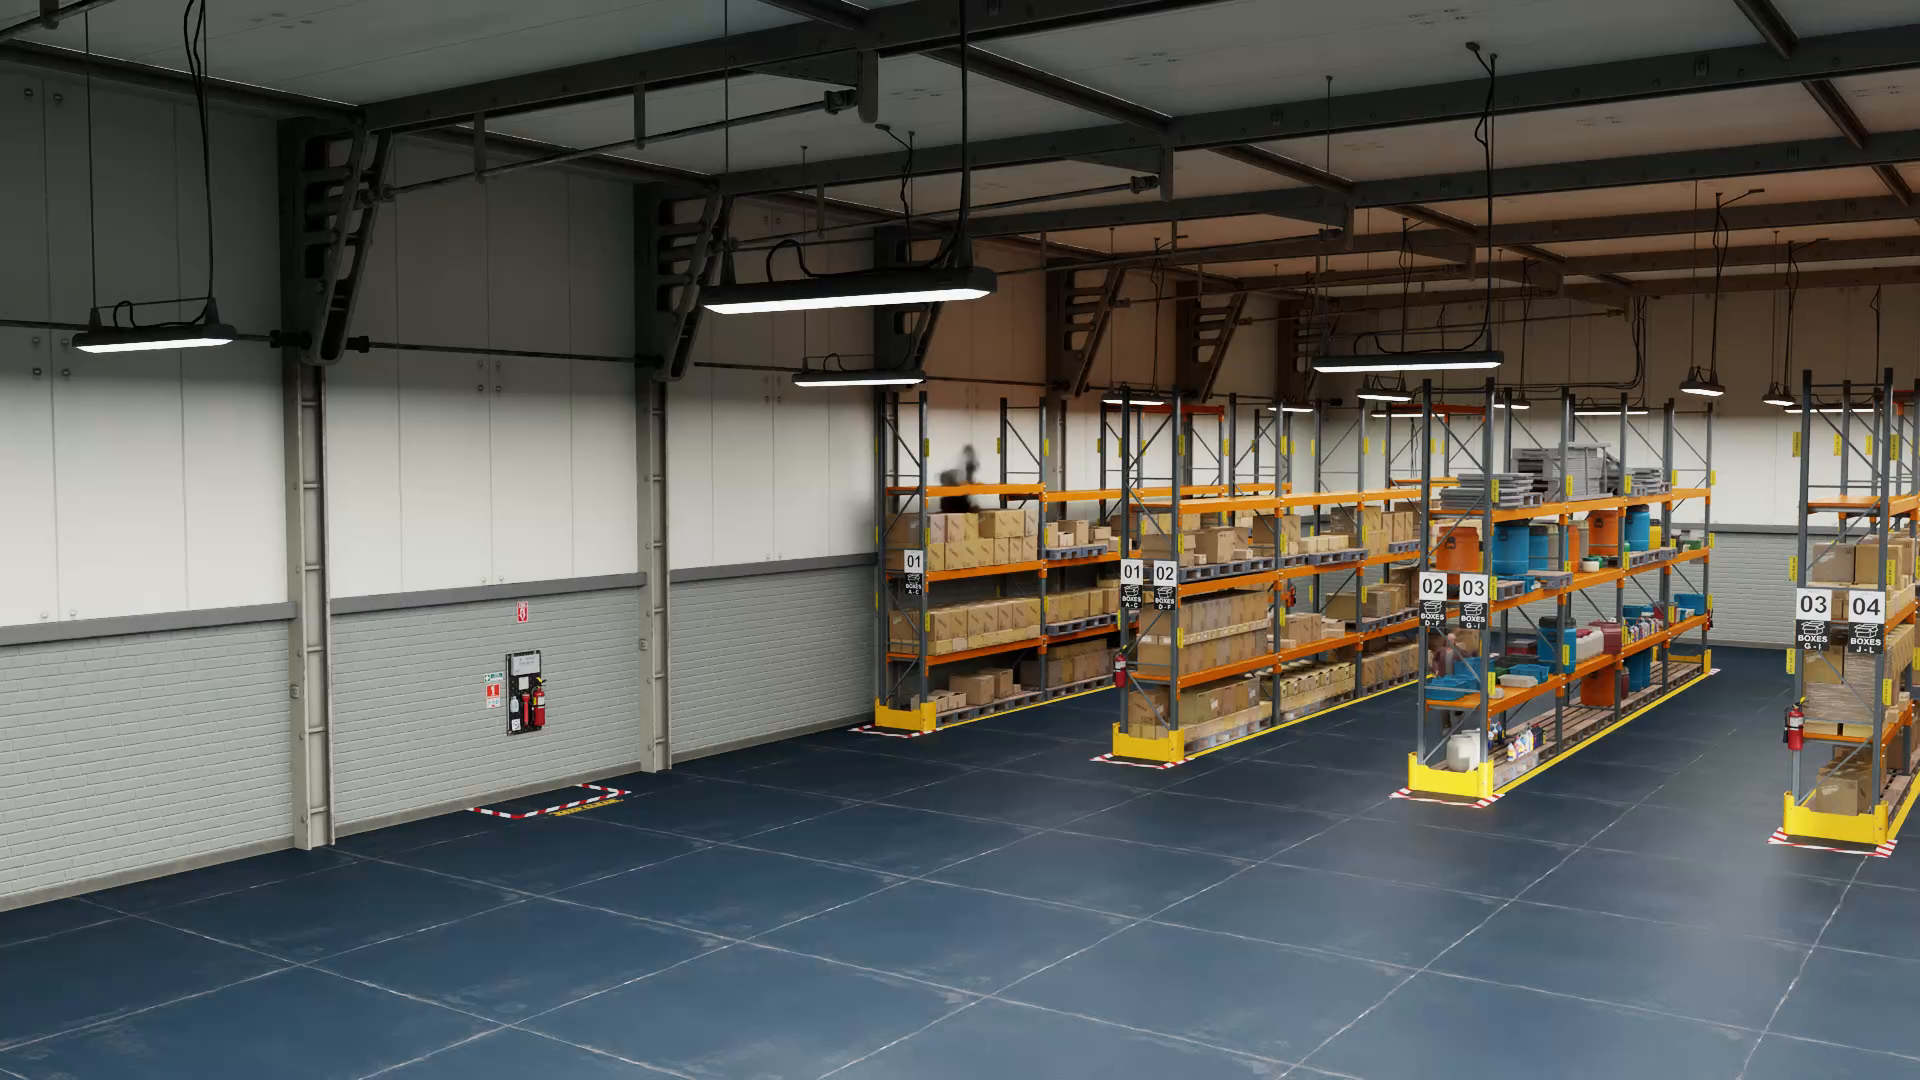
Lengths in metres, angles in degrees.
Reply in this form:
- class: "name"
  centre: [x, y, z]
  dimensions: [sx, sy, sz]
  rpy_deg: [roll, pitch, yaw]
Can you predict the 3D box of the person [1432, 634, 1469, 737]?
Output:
- class: "person"
  centre: [8.598, 2.518, 29.167]
  dimensions: [0.711, 1.769, 0.900]
  rpy_deg: [2, 4, 29]
